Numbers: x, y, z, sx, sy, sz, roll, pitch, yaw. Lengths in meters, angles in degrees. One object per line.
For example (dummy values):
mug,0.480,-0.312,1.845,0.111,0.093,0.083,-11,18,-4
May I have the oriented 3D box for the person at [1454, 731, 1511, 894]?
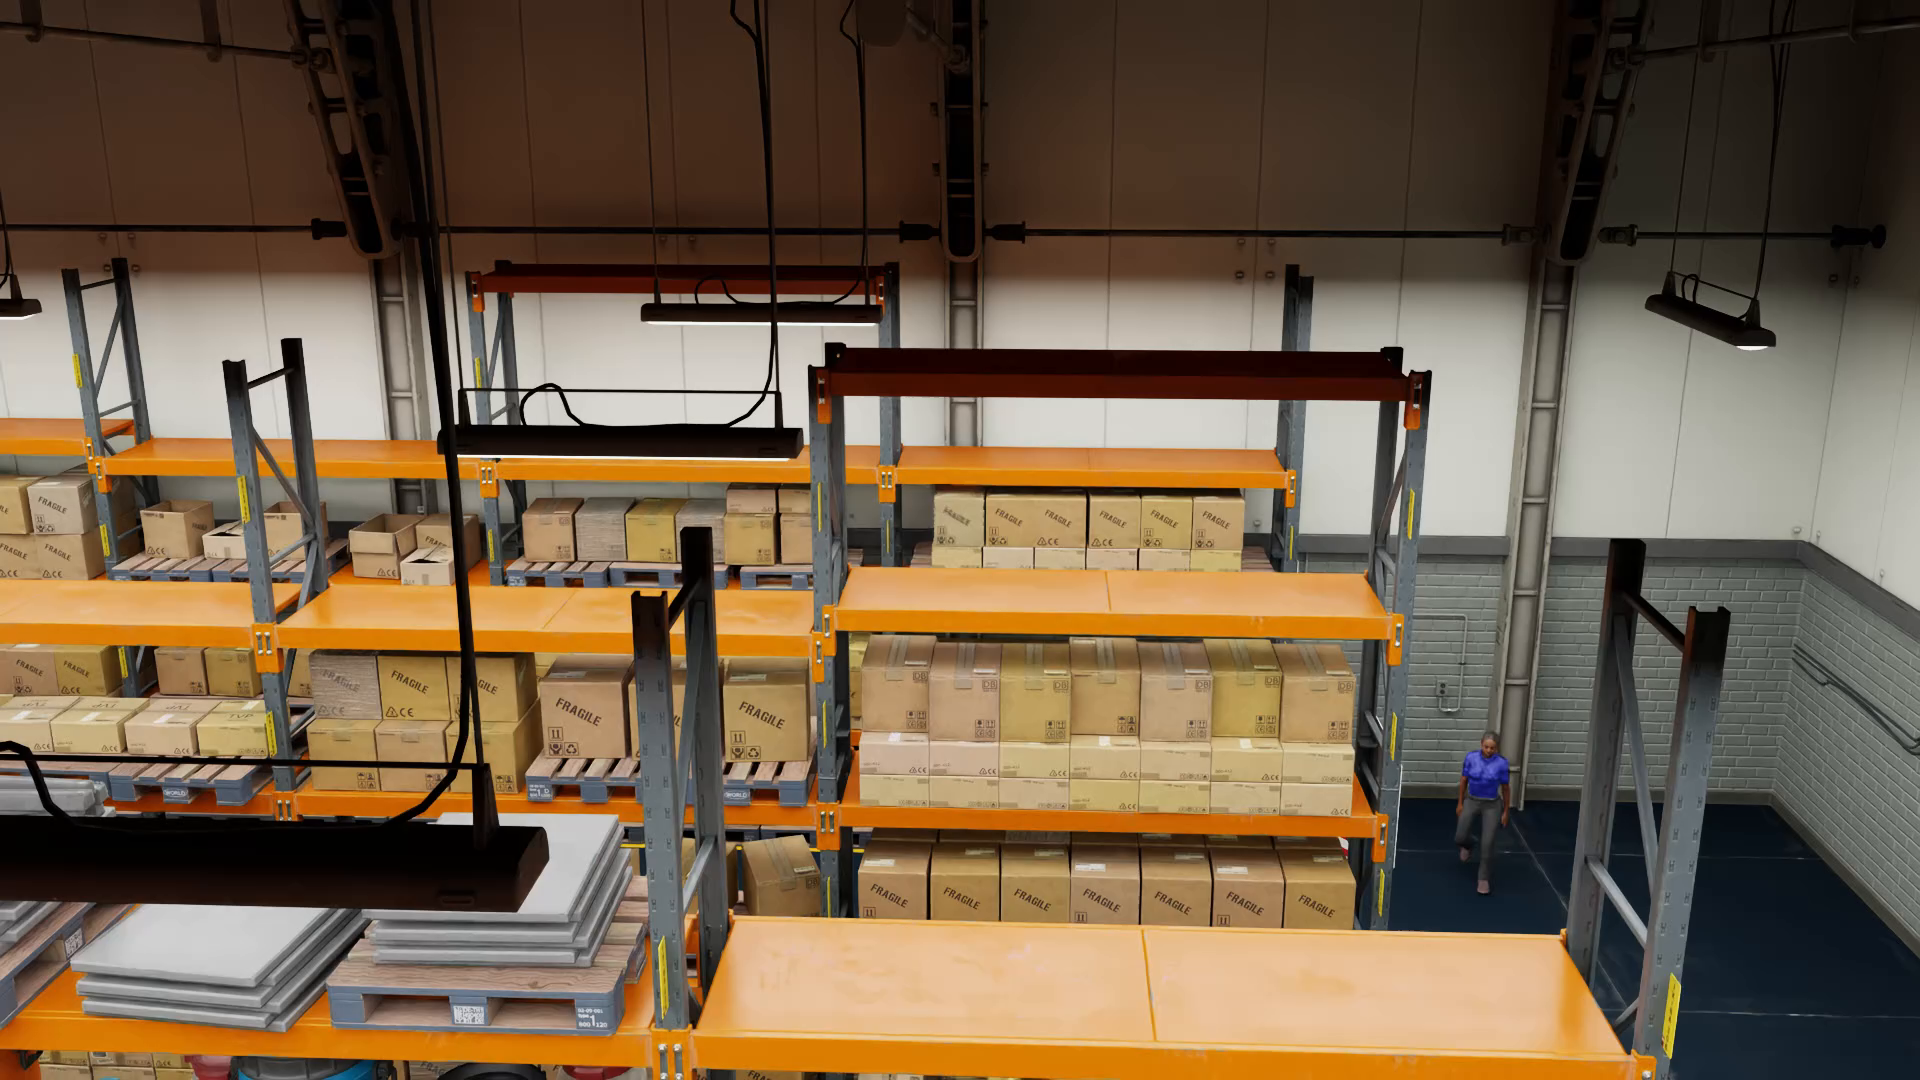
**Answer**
person,5.213,2.665,16.556,0.504,1.585,0.609,7,18,23
